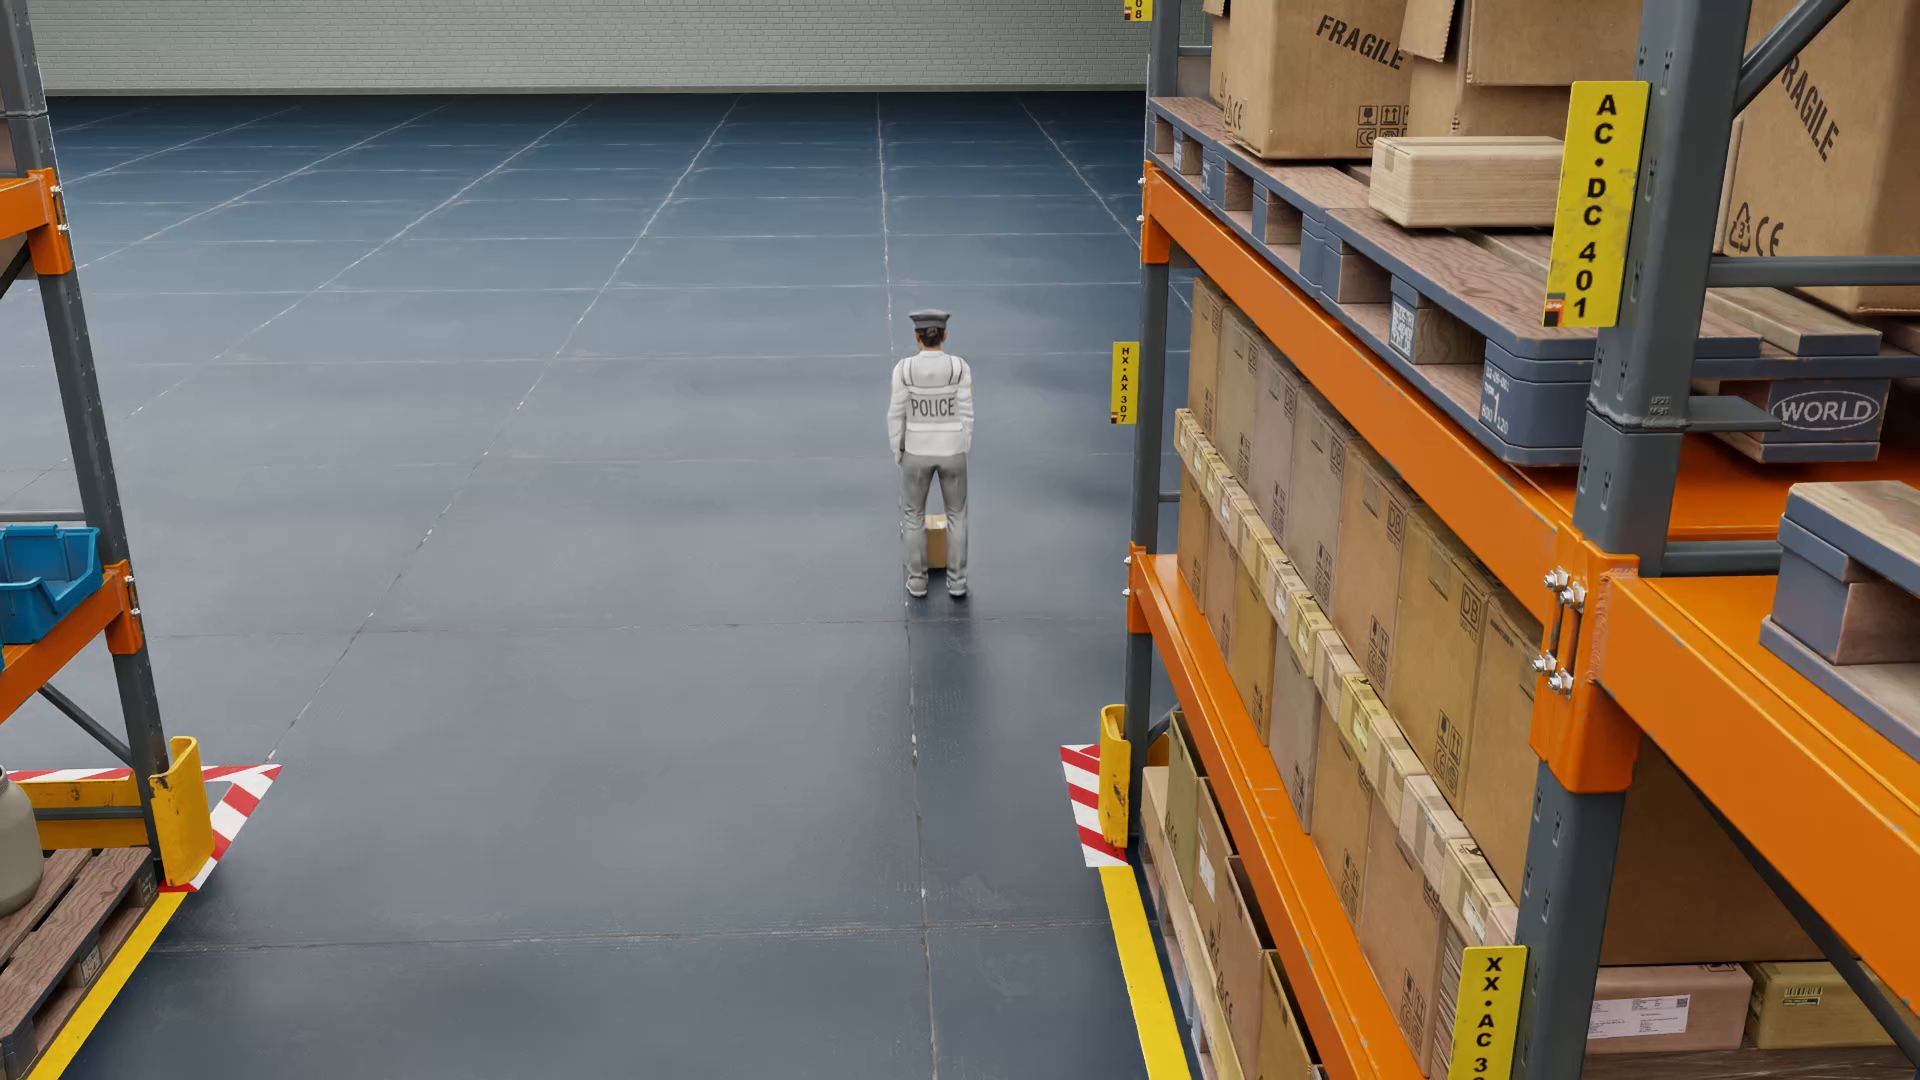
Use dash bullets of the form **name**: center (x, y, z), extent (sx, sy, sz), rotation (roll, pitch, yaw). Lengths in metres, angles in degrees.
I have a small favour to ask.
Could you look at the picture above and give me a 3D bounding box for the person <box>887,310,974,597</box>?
- **person**: center (-0.164, -0.477, 9.388), extent (0.485, 1.652, 0.381), rotation (-1, 21, -2)
